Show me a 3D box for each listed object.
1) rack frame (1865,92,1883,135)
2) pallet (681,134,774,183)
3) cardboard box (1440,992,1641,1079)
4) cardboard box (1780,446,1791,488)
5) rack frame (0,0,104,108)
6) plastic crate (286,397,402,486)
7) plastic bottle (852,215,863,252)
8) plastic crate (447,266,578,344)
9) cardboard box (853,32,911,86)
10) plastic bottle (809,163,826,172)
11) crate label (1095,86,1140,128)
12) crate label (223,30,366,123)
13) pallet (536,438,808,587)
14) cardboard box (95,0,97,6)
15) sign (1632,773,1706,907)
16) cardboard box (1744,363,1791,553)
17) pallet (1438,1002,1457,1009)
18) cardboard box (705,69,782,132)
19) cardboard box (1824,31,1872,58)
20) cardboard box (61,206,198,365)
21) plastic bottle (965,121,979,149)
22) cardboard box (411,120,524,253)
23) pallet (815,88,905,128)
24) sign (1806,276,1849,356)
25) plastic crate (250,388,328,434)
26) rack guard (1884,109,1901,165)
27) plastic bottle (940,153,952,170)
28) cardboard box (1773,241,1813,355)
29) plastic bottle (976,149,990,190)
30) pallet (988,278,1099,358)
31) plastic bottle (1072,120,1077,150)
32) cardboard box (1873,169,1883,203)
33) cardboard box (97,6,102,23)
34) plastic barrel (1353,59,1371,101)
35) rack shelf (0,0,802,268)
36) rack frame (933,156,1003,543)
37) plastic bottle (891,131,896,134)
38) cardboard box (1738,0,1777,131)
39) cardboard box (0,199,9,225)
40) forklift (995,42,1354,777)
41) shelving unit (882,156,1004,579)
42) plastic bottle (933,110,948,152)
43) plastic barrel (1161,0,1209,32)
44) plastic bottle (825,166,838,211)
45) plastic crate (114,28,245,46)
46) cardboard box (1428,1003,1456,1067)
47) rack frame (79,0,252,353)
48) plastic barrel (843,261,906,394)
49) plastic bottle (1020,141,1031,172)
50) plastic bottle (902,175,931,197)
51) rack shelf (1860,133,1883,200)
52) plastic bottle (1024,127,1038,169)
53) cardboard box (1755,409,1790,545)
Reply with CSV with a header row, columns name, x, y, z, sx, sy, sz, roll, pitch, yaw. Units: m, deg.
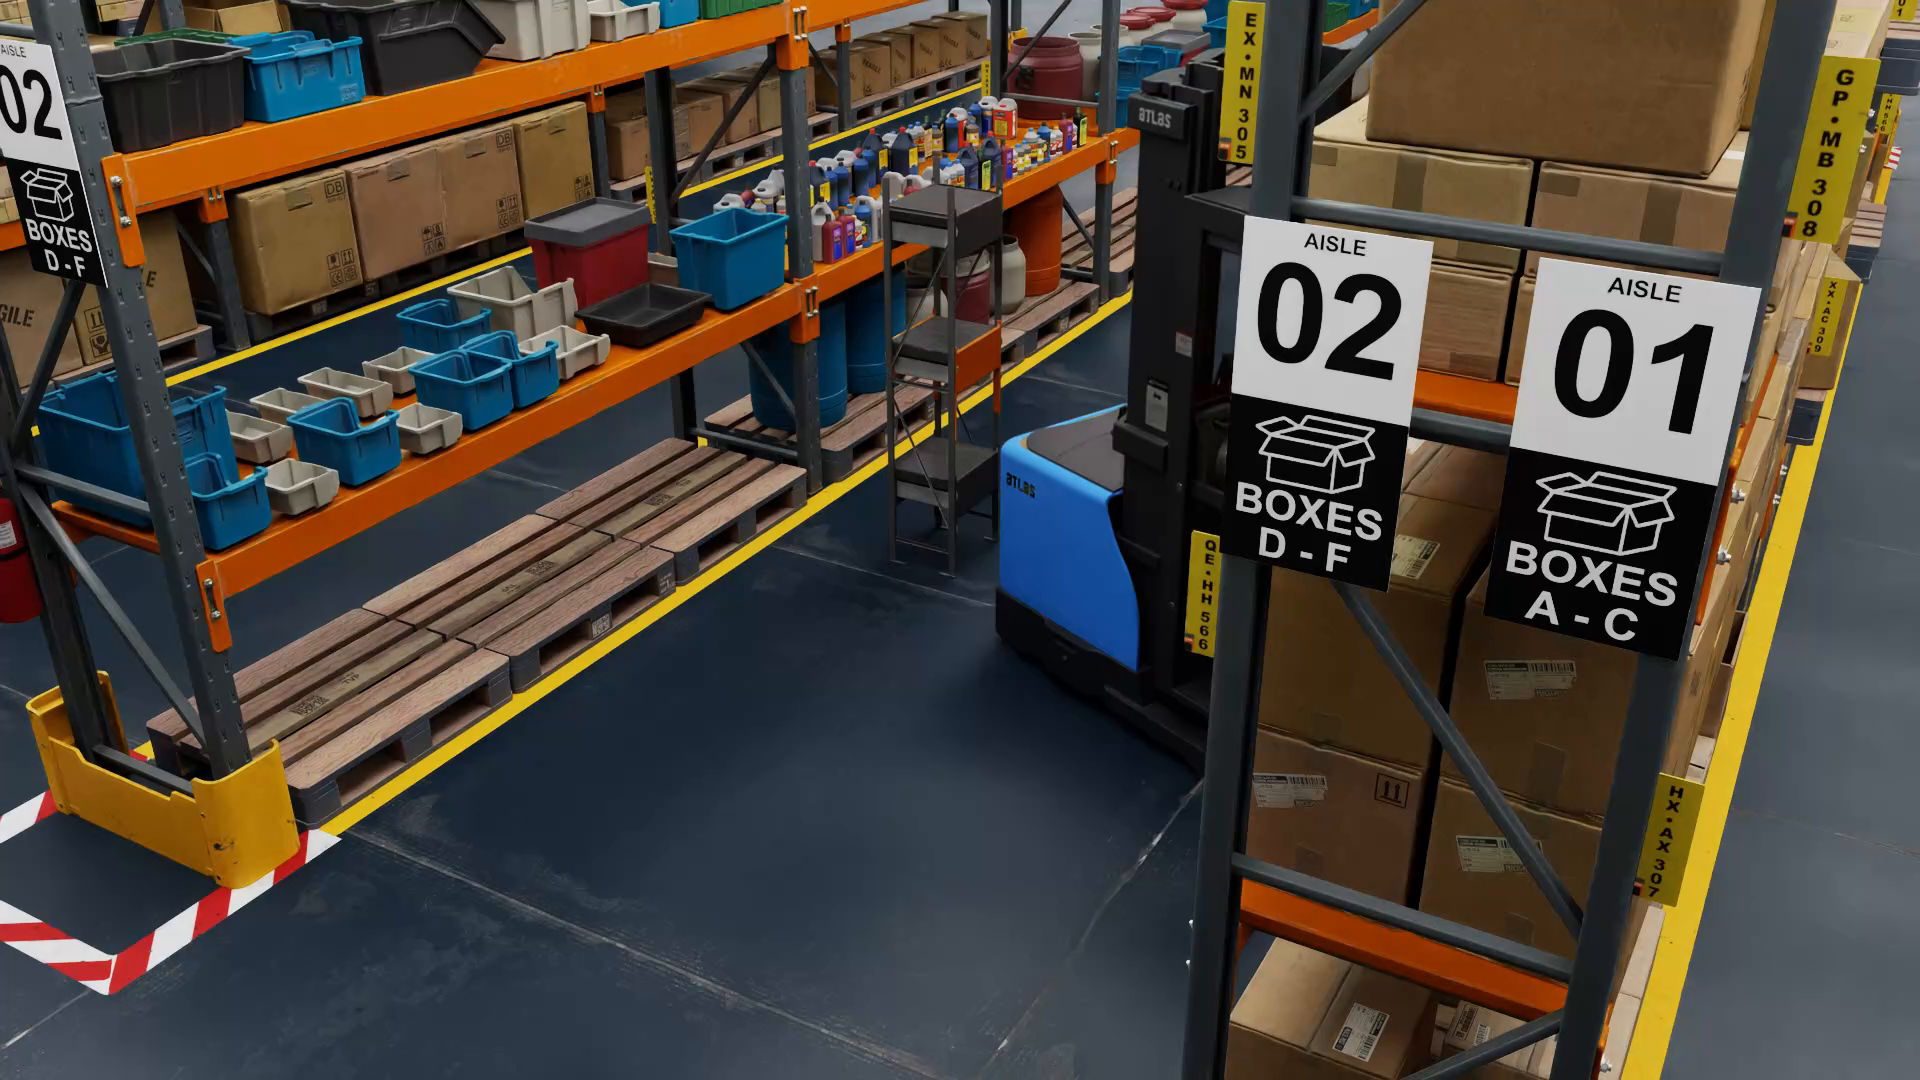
name,x,y,z,sx,sy,sz,roll,pitch,yaw
rack frame,5.002,-2.195,10.284,1.000,3.000,0.127,14,30,26
pallet,-2.634,-3.909,16.823,1.003,0.211,1.213,14,30,26
cardboard box,1.827,1.611,5.260,0.500,0.250,0.500,14,30,26
cardboard box,4.491,-0.656,9.511,0.500,0.500,0.500,13,29,24
rack frame,-3.244,-2.852,4.894,1.000,3.000,0.127,14,30,26
plastic crate,-2.512,-0.402,6.821,0.416,0.233,0.300,14,30,26
plastic bottle,-0.618,-1.789,9.695,0.097,0.201,0.097,0,27,0
plastic crate,-2.188,-1.148,8.257,0.437,0.282,0.530,14,30,26
cardboard box,-0.909,-5.638,19.485,0.500,0.500,0.500,11,29,22
plastic bottle,-0.936,-2.236,10.505,0.152,0.276,0.135,14,30,26
crate label,1.225,-3.294,12.666,0.303,0.233,0.416,14,30,26
crate label,-2.509,-1.733,6.175,0.408,0.251,0.502,14,30,26
pallet,-1.604,-0.186,9.386,1.003,0.211,1.213,14,30,26
cardboard box,-8.241,-5.024,15.414,0.380,0.149,0.250,14,30,26
sign,1.539,0.655,3.623,0.100,0.325,0.005,14,30,26
cardboard box,2.264,-0.281,5.232,0.500,0.500,0.500,14,30,26
pallet,1.495,1.829,5.360,1.003,0.211,1.213,14,30,26
cardboard box,-2.225,-4.599,17.388,0.700,0.500,0.500,14,30,26
cardboard box,2.288,-1.301,4.757,0.500,0.250,0.500,14,30,26
cardboard box,-5.983,-1.817,11.433,0.875,0.875,0.875,14,30,26
plastic bottle,0.087,-2.900,11.915,0.097,0.201,0.097,0,27,0
cardboard box,-4.424,-3.005,13.807,1.225,0.875,0.875,14,30,26
pallet,-1.354,-4.959,18.921,1.003,0.211,1.213,14,30,26
sign,3.510,-0.907,6.743,0.100,0.325,0.005,14,30,26
plastic crate,-2.846,-0.546,7.217,0.396,0.136,0.243,14,30,26
rack guard,8.949,-4.204,17.090,1.175,0.500,0.348,14,30,26
plastic bottle,-0.096,-2.365,10.768,0.097,0.271,0.097,0,27,0
cardboard box,1.798,-0.688,4.089,0.500,0.250,0.500,14,30,26
plastic bottle,0.145,-2.414,10.852,0.061,0.283,0.133,14,30,26
pallet,0.340,-1.724,12.458,1.003,0.211,1.213,14,30,26
plastic bottle,0.791,-2.906,11.926,0.097,0.201,0.097,0,27,0
cardboard box,7.963,-3.213,14.921,0.500,0.250,0.500,14,30,26
cardboard box,-8.239,-4.893,15.485,0.380,0.149,0.250,13,29,24
plastic barrel,4.370,-5.207,18.611,0.421,0.512,0.421,0,27,0
rack shelf,-2.260,-1.968,7.284,1.077,0.370,4.000,14,30,26
rack frame,0.039,-0.970,8.841,0.400,2.100,0.015,14,30,26
plastic bottle,-0.452,-2.643,11.322,0.097,0.271,0.097,0,27,0
cardboard box,1.625,-1.290,3.897,0.700,0.500,0.500,14,30,26
cardboard box,-6.085,-2.015,10.204,0.380,0.149,0.250,14,30,25
forklift,1.463,-0.422,6.819,1.130,2.935,3.031,-19,32,-33
shelving unit,-0.081,-0.874,8.651,0.431,2.100,0.503,14,30,26
plastic bottle,-0.136,-2.915,11.853,0.061,0.283,0.133,14,30,26
plastic barrel,1.997,-4.582,14.901,0.433,0.535,0.433,0,27,0
plastic bottle,-0.819,-2.214,10.466,0.097,0.271,0.097,0,27,0
plastic crate,-3.008,-1.863,6.507,0.450,0.188,0.336,14,30,26
cardboard box,1.397,1.589,5.399,0.380,0.166,0.250,14,30,26
rack frame,-5.589,-2.819,11.530,1.000,3.000,0.127,14,30,26
plastic barrel,-0.646,-1.462,10.695,0.600,0.901,0.708,14,30,26
plastic bottle,0.438,-2.626,11.367,0.097,0.201,0.097,0,27,0
plastic bottle,-0.262,-2.130,10.293,0.152,0.276,0.135,14,30,26
rack shelf,5.986,-2.653,12.002,1.077,0.370,4.000,14,30,26
plastic bottle,0.486,-2.695,11.427,0.097,0.271,0.097,0,27,0
cardboard box,2.759,-0.228,6.243,0.500,0.500,0.500,15,30,28
